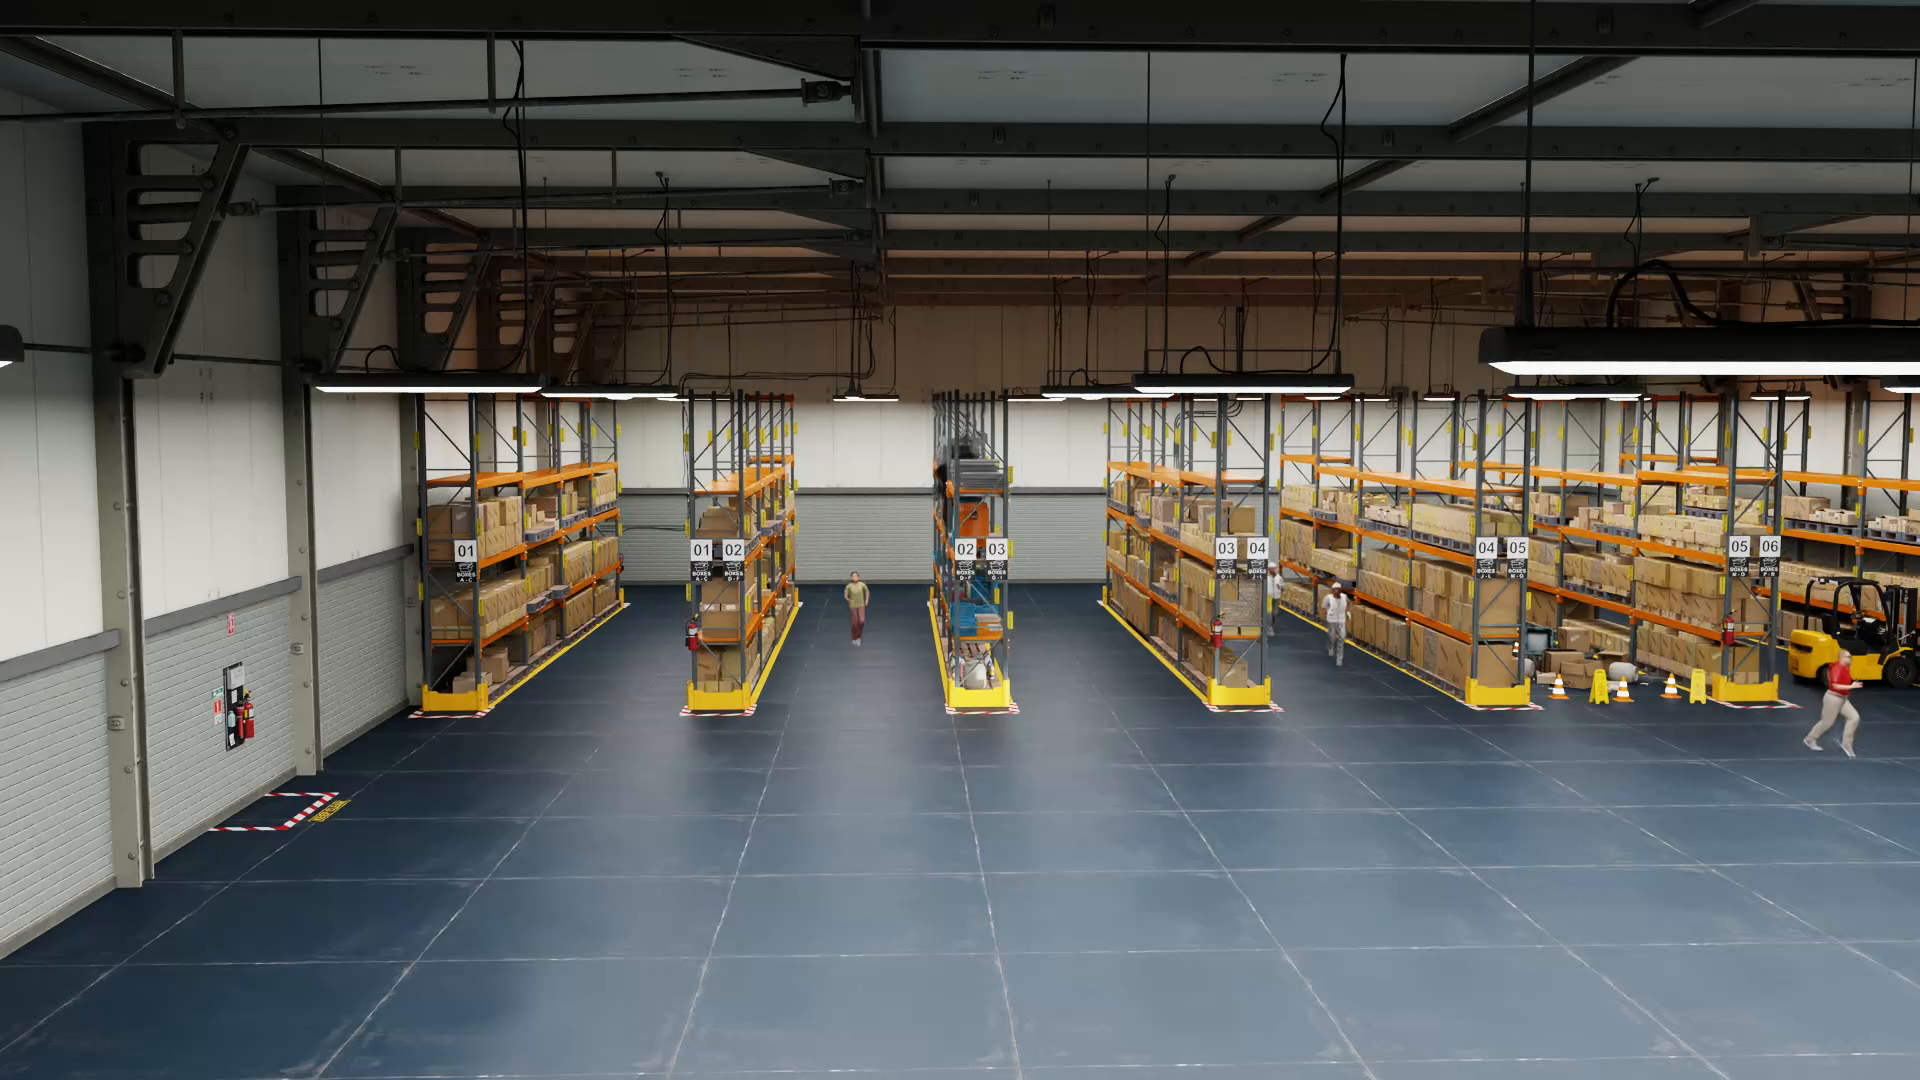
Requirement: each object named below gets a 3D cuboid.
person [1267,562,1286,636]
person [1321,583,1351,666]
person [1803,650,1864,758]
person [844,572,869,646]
[{"bbox_3d":[7.752,1.446,41.308,0.649,1.780,0.927,0,5,-5],"label":"person"},{"bbox_3d":[8.323,1.848,36.833,0.715,1.828,0.948,0,5,-2],"label":"person"},{"bbox_3d":[14.269,2.668,27.148,0.878,1.781,0.687,4,6,43],"label":"person"},{"bbox_3d":[-2.340,1.555,37.704,0.587,1.678,0.580,-1,5,-8],"label":"person"}]
